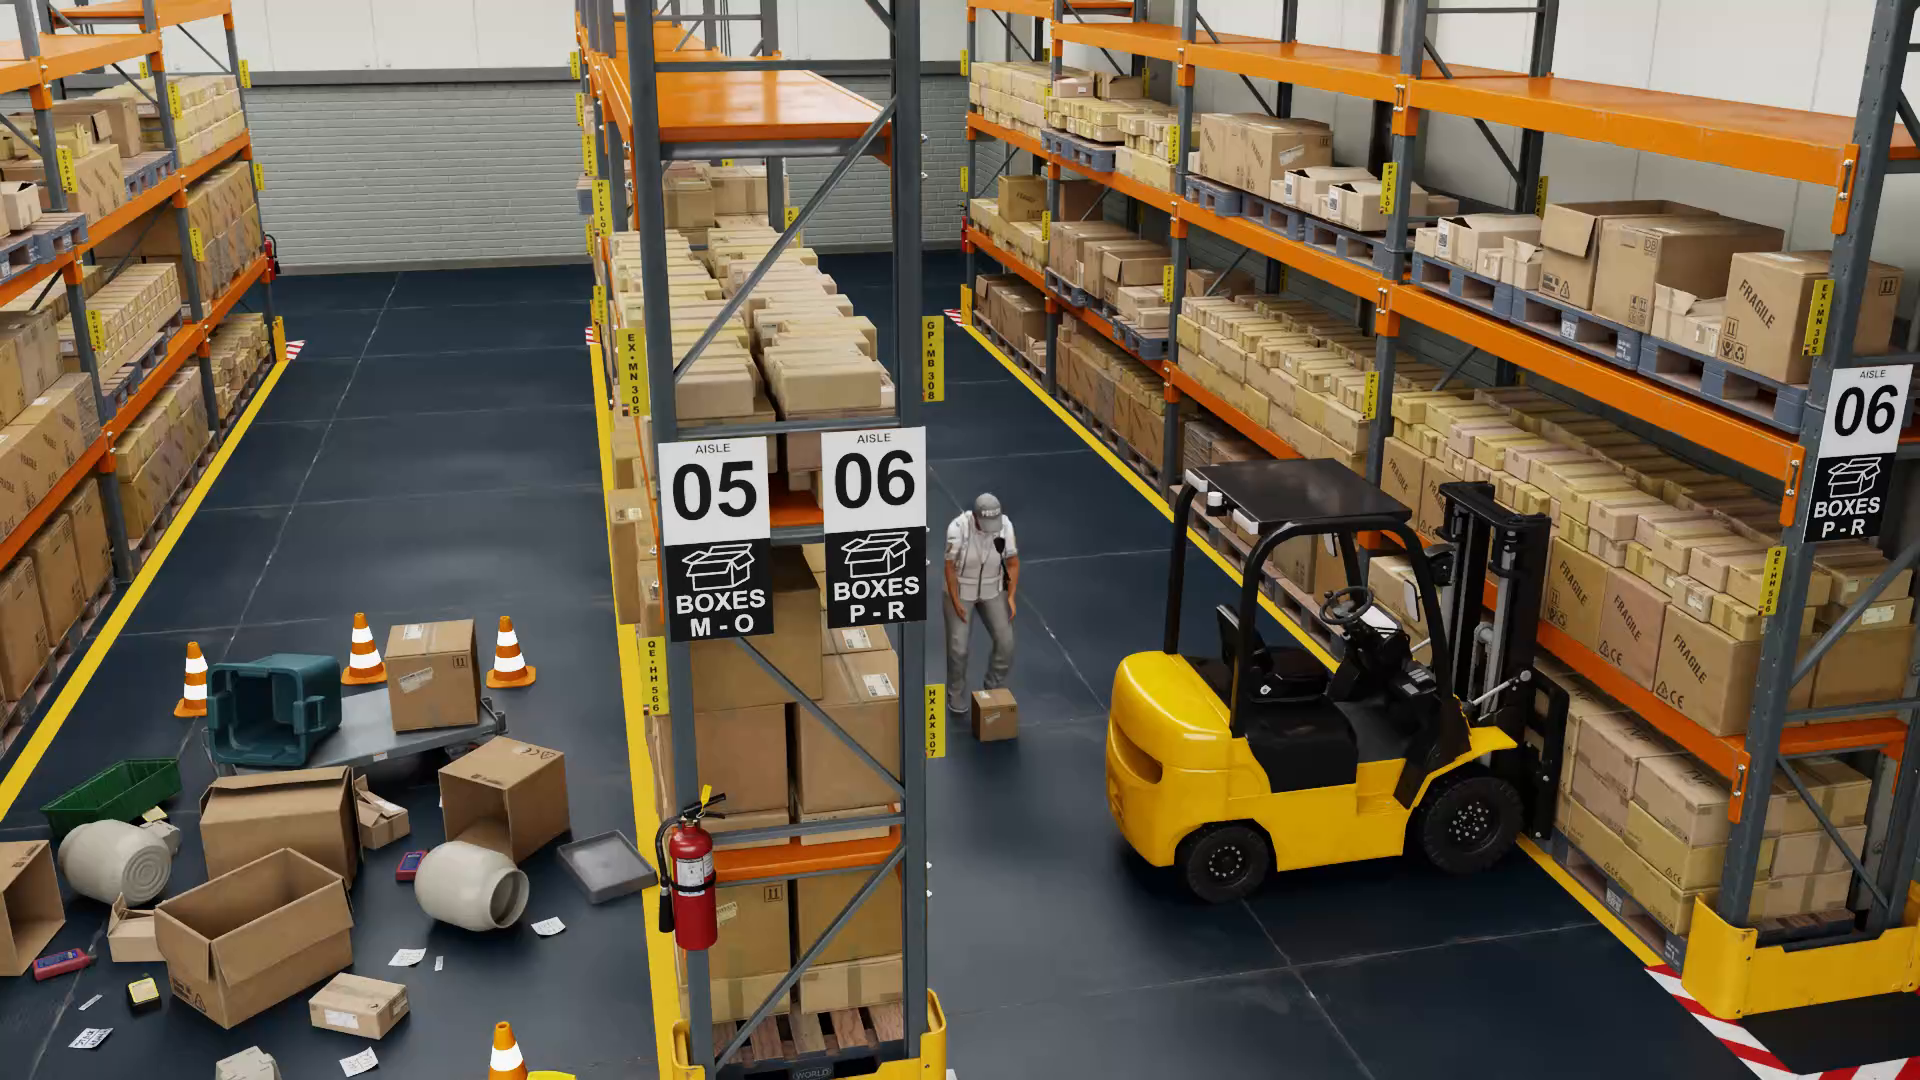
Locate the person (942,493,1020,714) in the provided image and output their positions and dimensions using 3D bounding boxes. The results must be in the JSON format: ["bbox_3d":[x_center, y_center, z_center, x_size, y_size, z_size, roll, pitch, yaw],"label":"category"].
[{"bbox_3d":[0.143,0.390,11.161,0.515,1.558,0.571,-4,20,-11],"label":"person"}]
